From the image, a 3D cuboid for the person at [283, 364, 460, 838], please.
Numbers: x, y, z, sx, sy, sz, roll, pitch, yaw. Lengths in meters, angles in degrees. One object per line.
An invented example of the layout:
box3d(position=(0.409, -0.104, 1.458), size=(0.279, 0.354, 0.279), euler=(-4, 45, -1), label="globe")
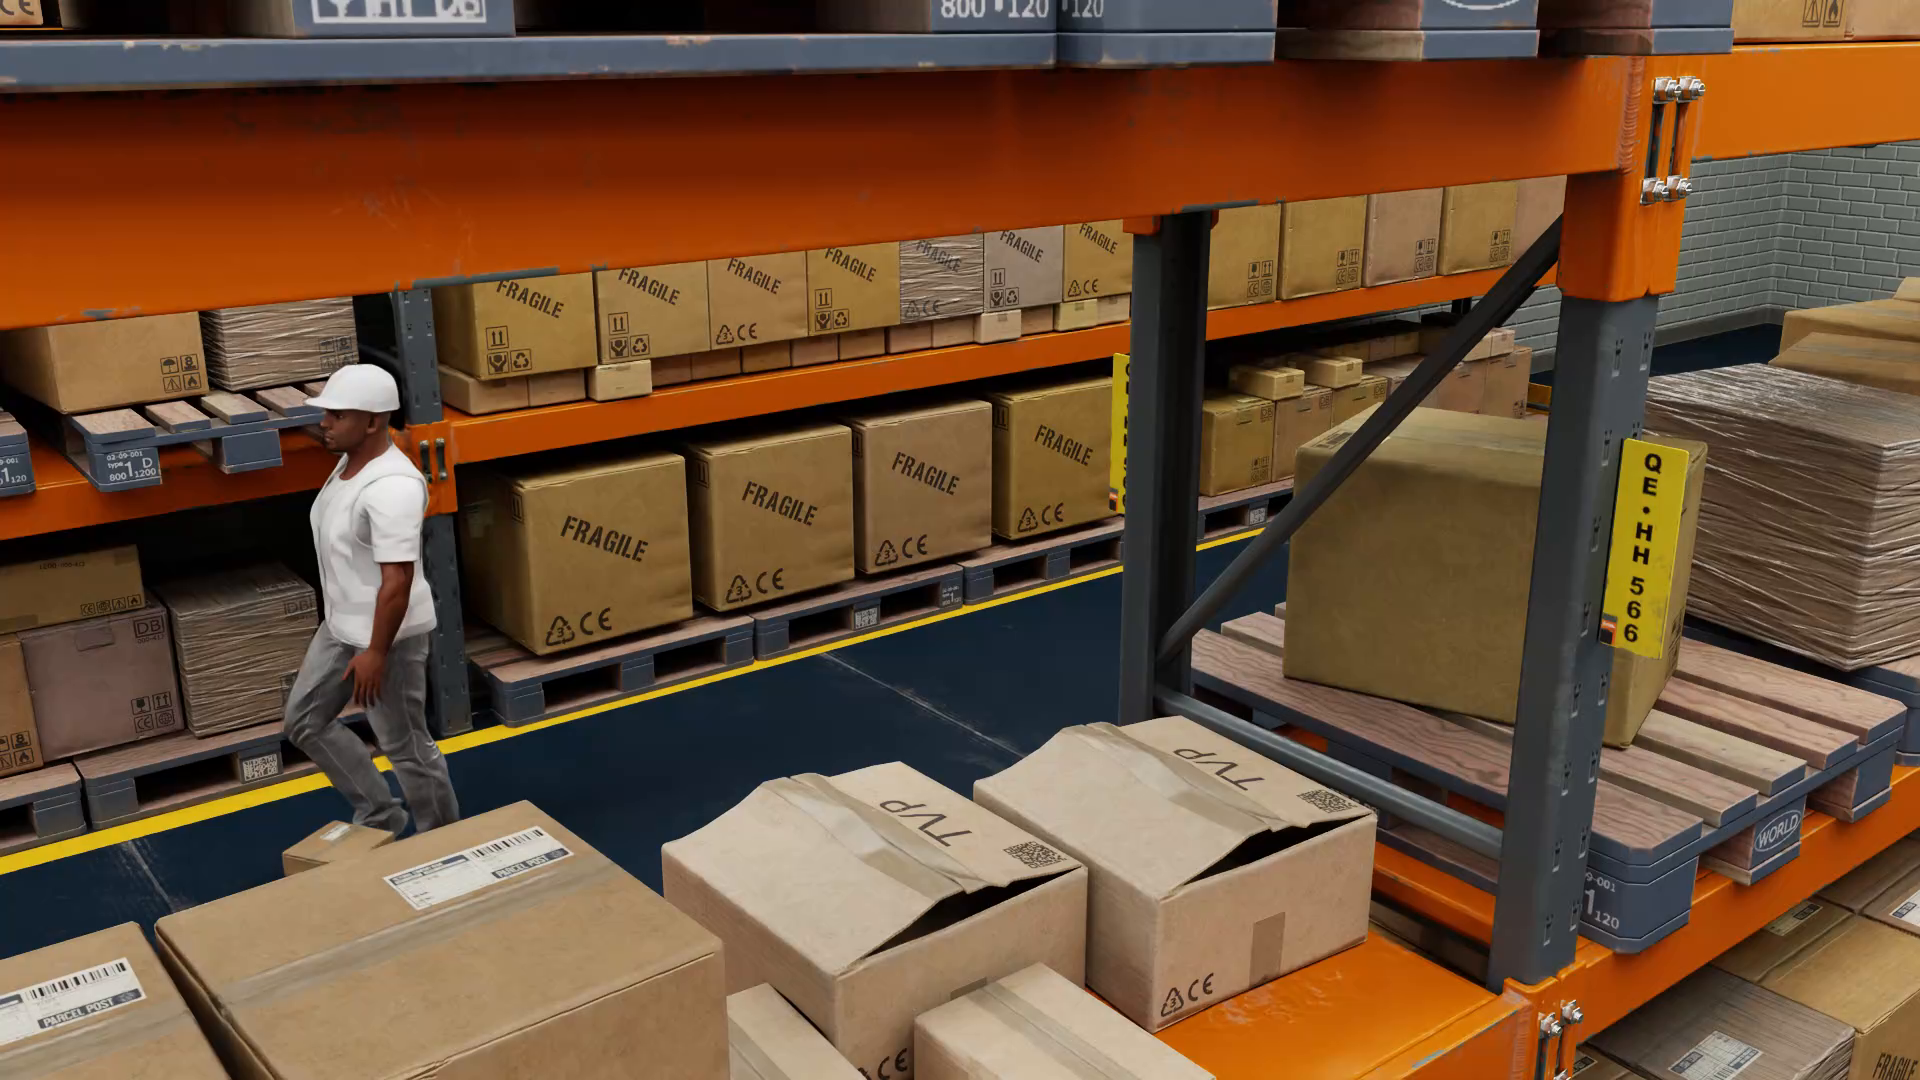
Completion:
box3d(position=(-1.966, 0.321, 5.481), size=(0.509, 1.808, 0.621), euler=(-13, 22, -35), label="person")
